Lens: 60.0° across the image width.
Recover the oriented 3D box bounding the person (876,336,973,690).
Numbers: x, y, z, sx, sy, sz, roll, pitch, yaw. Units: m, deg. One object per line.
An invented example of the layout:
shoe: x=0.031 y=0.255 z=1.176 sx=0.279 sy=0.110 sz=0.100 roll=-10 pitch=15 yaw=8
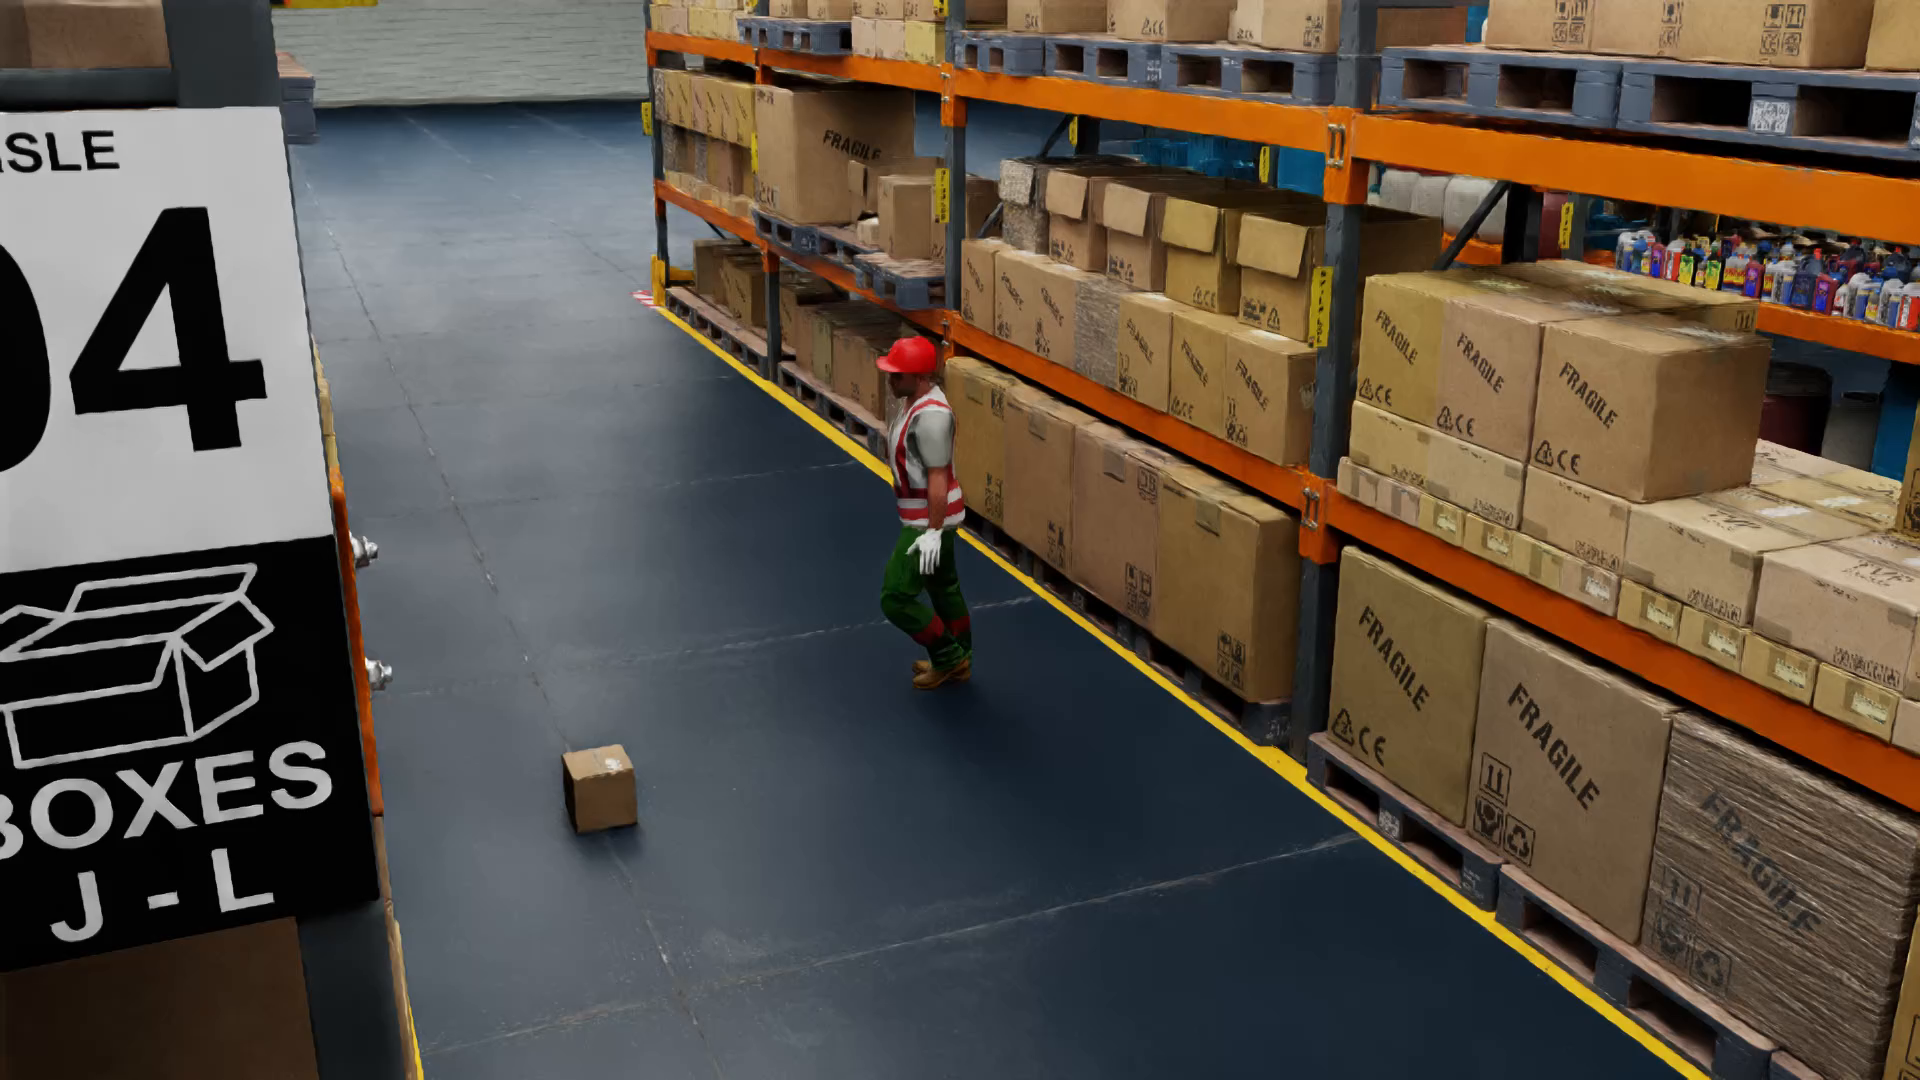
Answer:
person: x=-0.155 y=-0.094 z=7.731 sx=0.473 sy=1.765 sz=0.652 roll=-2 pitch=19 yaw=-7
